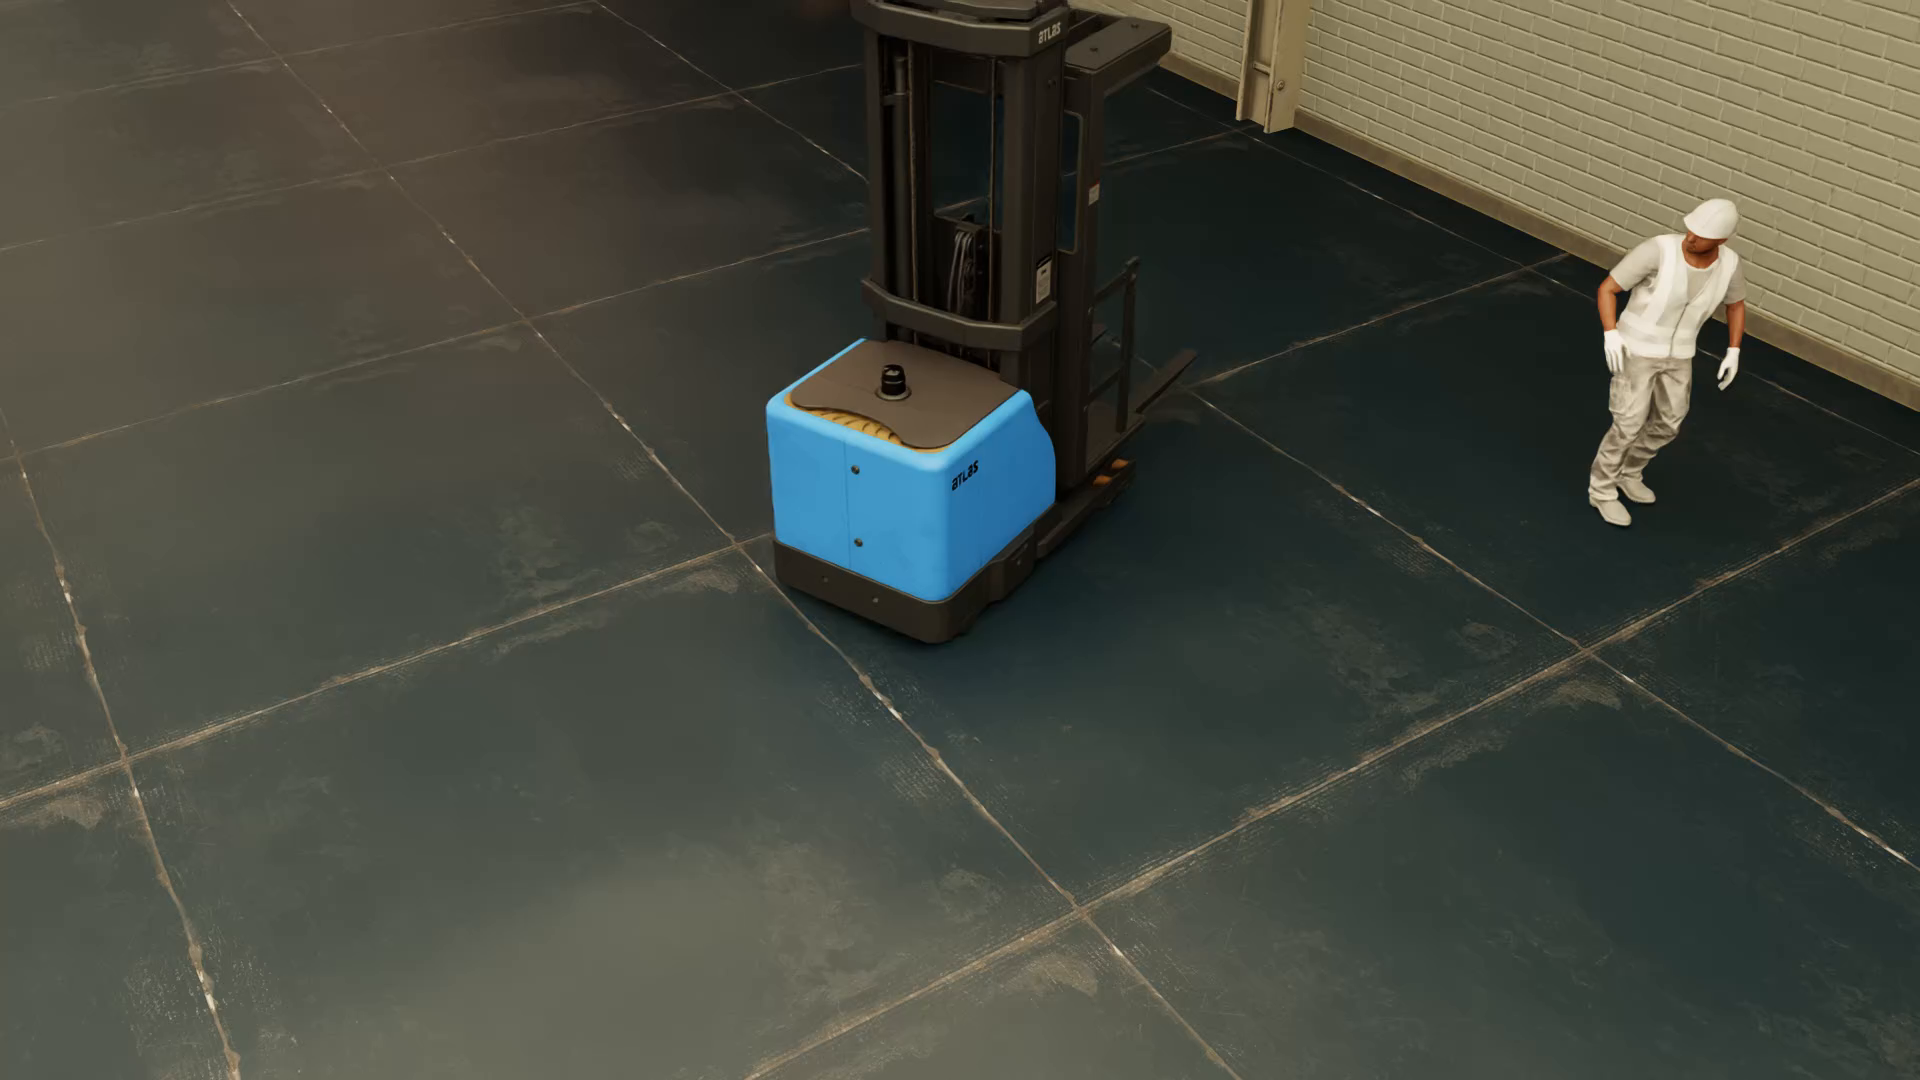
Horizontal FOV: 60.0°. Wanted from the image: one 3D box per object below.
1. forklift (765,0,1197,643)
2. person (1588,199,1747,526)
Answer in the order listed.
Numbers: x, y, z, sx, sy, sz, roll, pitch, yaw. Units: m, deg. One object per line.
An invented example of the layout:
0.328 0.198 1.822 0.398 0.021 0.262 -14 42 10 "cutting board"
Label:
0.304 -1.519 8.310 1.130 2.935 3.031 21 40 27 "forklift"
3.629 -0.927 8.500 0.765 1.748 0.510 -6 36 -8 "person"
